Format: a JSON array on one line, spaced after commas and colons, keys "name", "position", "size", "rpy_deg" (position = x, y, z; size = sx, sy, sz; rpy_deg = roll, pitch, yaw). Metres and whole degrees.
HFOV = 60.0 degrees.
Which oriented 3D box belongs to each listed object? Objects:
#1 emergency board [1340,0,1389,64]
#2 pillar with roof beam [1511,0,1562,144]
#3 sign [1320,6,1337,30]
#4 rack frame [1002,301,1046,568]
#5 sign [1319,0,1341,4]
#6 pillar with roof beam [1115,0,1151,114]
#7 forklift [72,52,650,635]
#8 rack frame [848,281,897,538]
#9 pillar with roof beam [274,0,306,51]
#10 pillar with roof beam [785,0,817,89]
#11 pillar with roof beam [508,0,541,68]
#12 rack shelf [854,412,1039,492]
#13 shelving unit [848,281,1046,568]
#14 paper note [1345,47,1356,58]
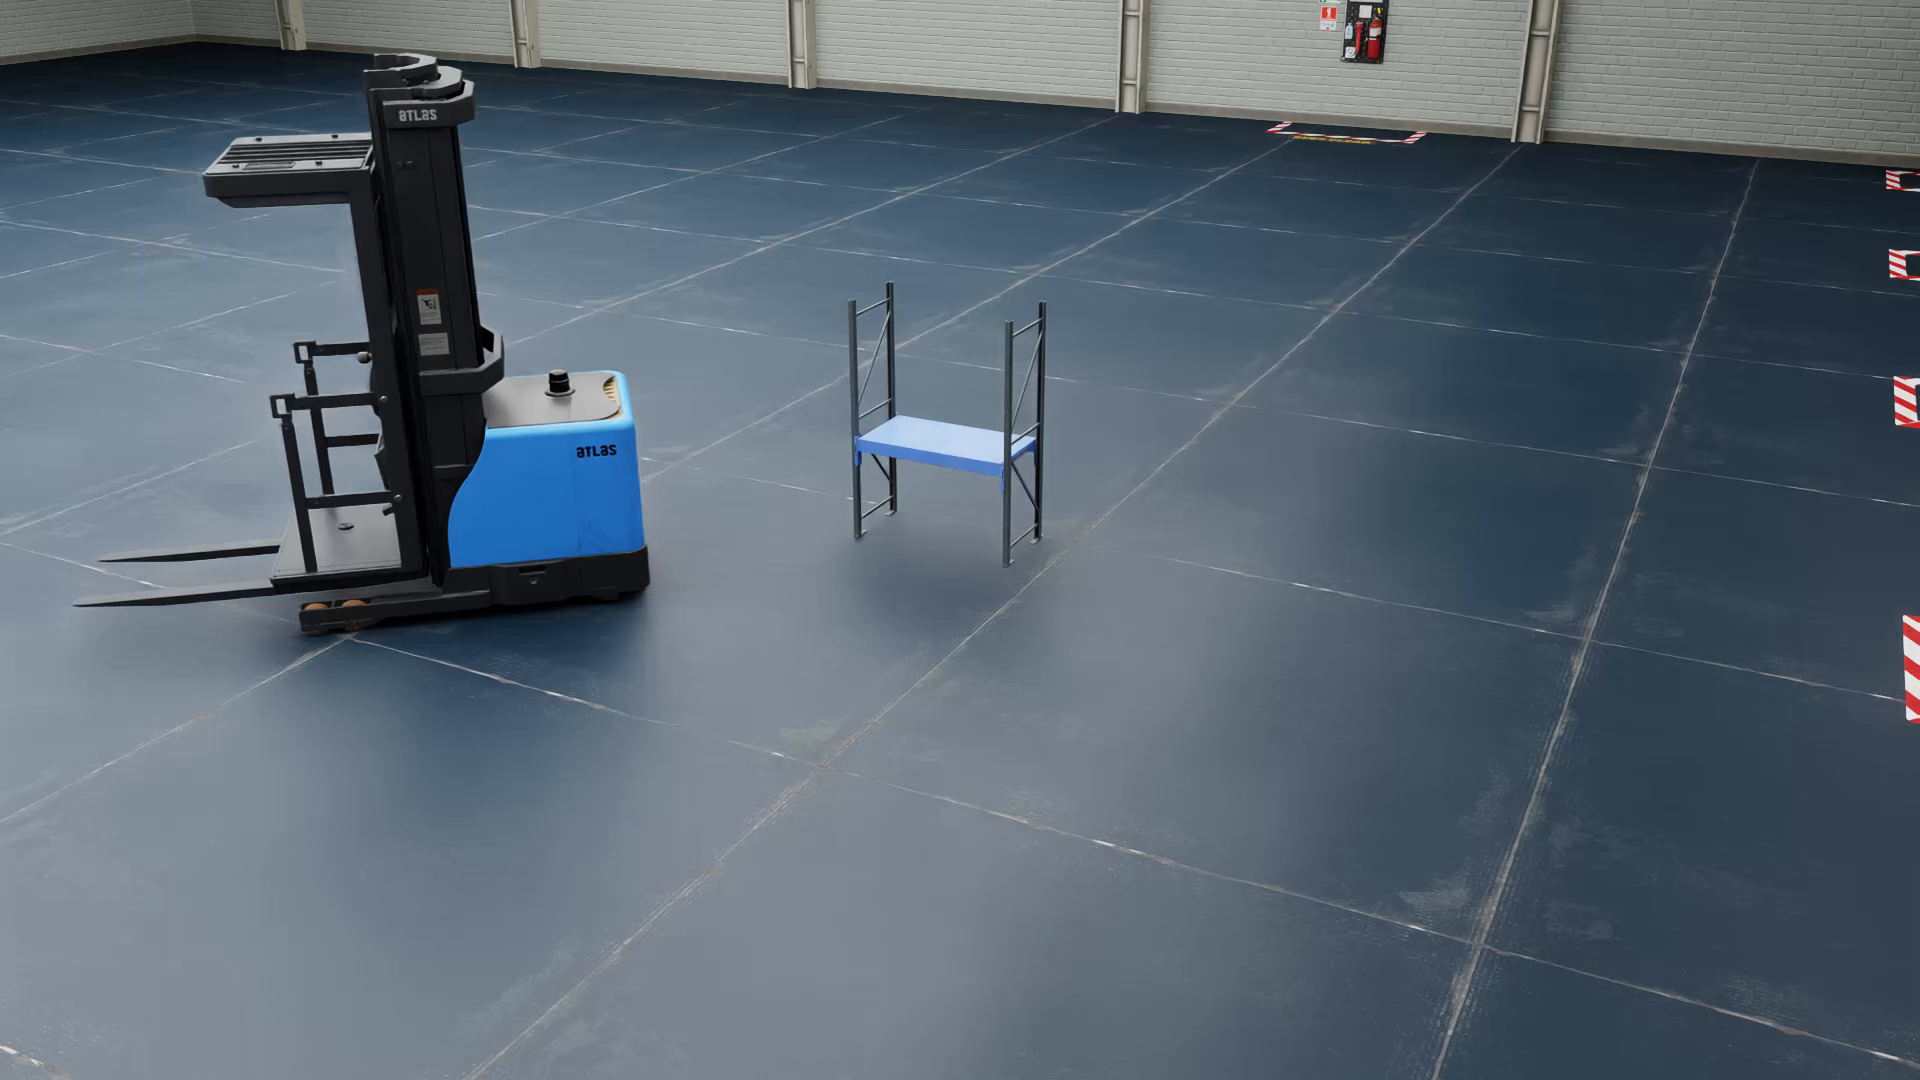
[{"name": "emergency board", "position": [5.832, -7.472, 23.987], "size": [0.643, 1.169, 0.194], "rpy_deg": [11, 25, 25]}, {"name": "pillar with roof beam", "position": [6.078, -8.280, 18.220], "size": [0.400, 9.000, 9.100], "rpy_deg": [11, 25, 25]}, {"name": "sign", "position": [5.385, -7.622, 24.295], "size": [0.234, 0.329, 0.001], "rpy_deg": [11, 25, 25]}, {"name": "rack frame", "position": [0.378, -0.615, 9.781], "size": [0.032, 1.500, 0.500], "rpy_deg": [11, 25, 25]}, {"name": "sign", "position": [5.386, -7.862, 24.182], "size": [0.331, 0.109, 0.001], "rpy_deg": [11, 25, 25]}, {"name": "pillar with roof beam", "position": [0.724, -9.339, 20.712], "size": [0.400, 9.000, 9.100], "rpy_deg": [11, 25, 25]}, {"name": "forklift", "position": [-3.343, -1.063, 9.004], "size": [3.031, 2.935, 1.130], "rpy_deg": [-5, 24, -13]}, {"name": "rack frame", "position": [-0.530, -0.795, 10.203], "size": [0.032, 1.500, 0.500], "rpy_deg": [11, 25, 25]}, {"name": "pillar with roof beam", "position": [-15.340, -12.518, 28.186], "size": [0.400, 9.000, 9.100], "rpy_deg": [11, 25, 25]}, {"name": "pillar with roof beam", "position": [-4.631, -10.399, 23.203], "size": [0.400, 9.000, 9.100], "rpy_deg": [11, 25, 25]}, {"name": "pillar with roof beam", "position": [-9.985, -11.458, 25.694], "size": [0.400, 9.000, 9.100], "rpy_deg": [11, 25, 25]}, {"name": "rack shelf", "position": [-0.076, -0.540, 10.062], "size": [1.000, 0.185, 0.538], "rpy_deg": [11, 25, 25]}, {"name": "shelving unit", "position": [-0.076, -0.705, 9.992], "size": [1.048, 1.500, 0.538], "rpy_deg": [11, 25, 25]}, {"name": "paper note", "position": [5.706, -7.122, 24.290], "size": [0.142, 0.148, 0.016], "rpy_deg": [11, 25, 25]}]
